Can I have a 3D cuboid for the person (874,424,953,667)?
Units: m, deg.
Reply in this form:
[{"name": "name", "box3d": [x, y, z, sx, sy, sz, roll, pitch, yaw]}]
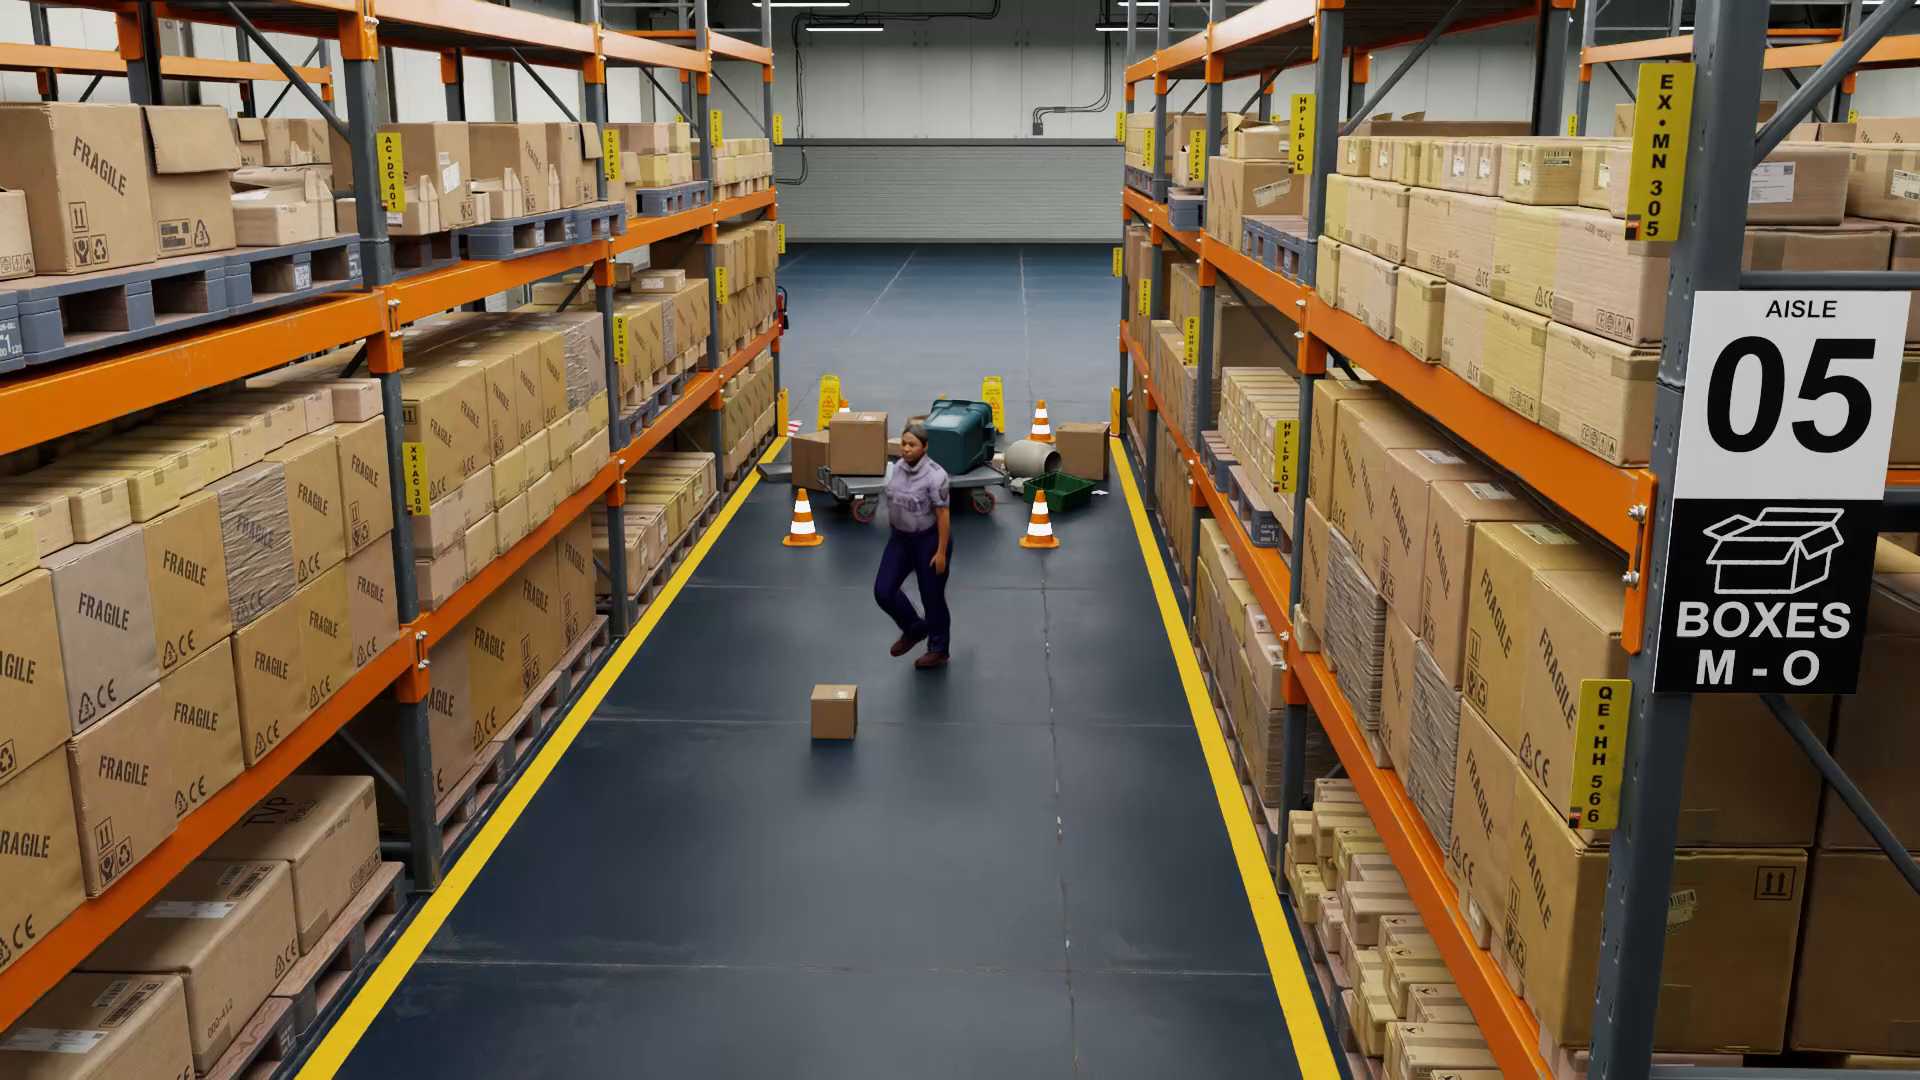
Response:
[{"name": "person", "box3d": [-0.262, 0.048, 10.833, 0.526, 1.612, 0.478, 12, 18, 39]}]
